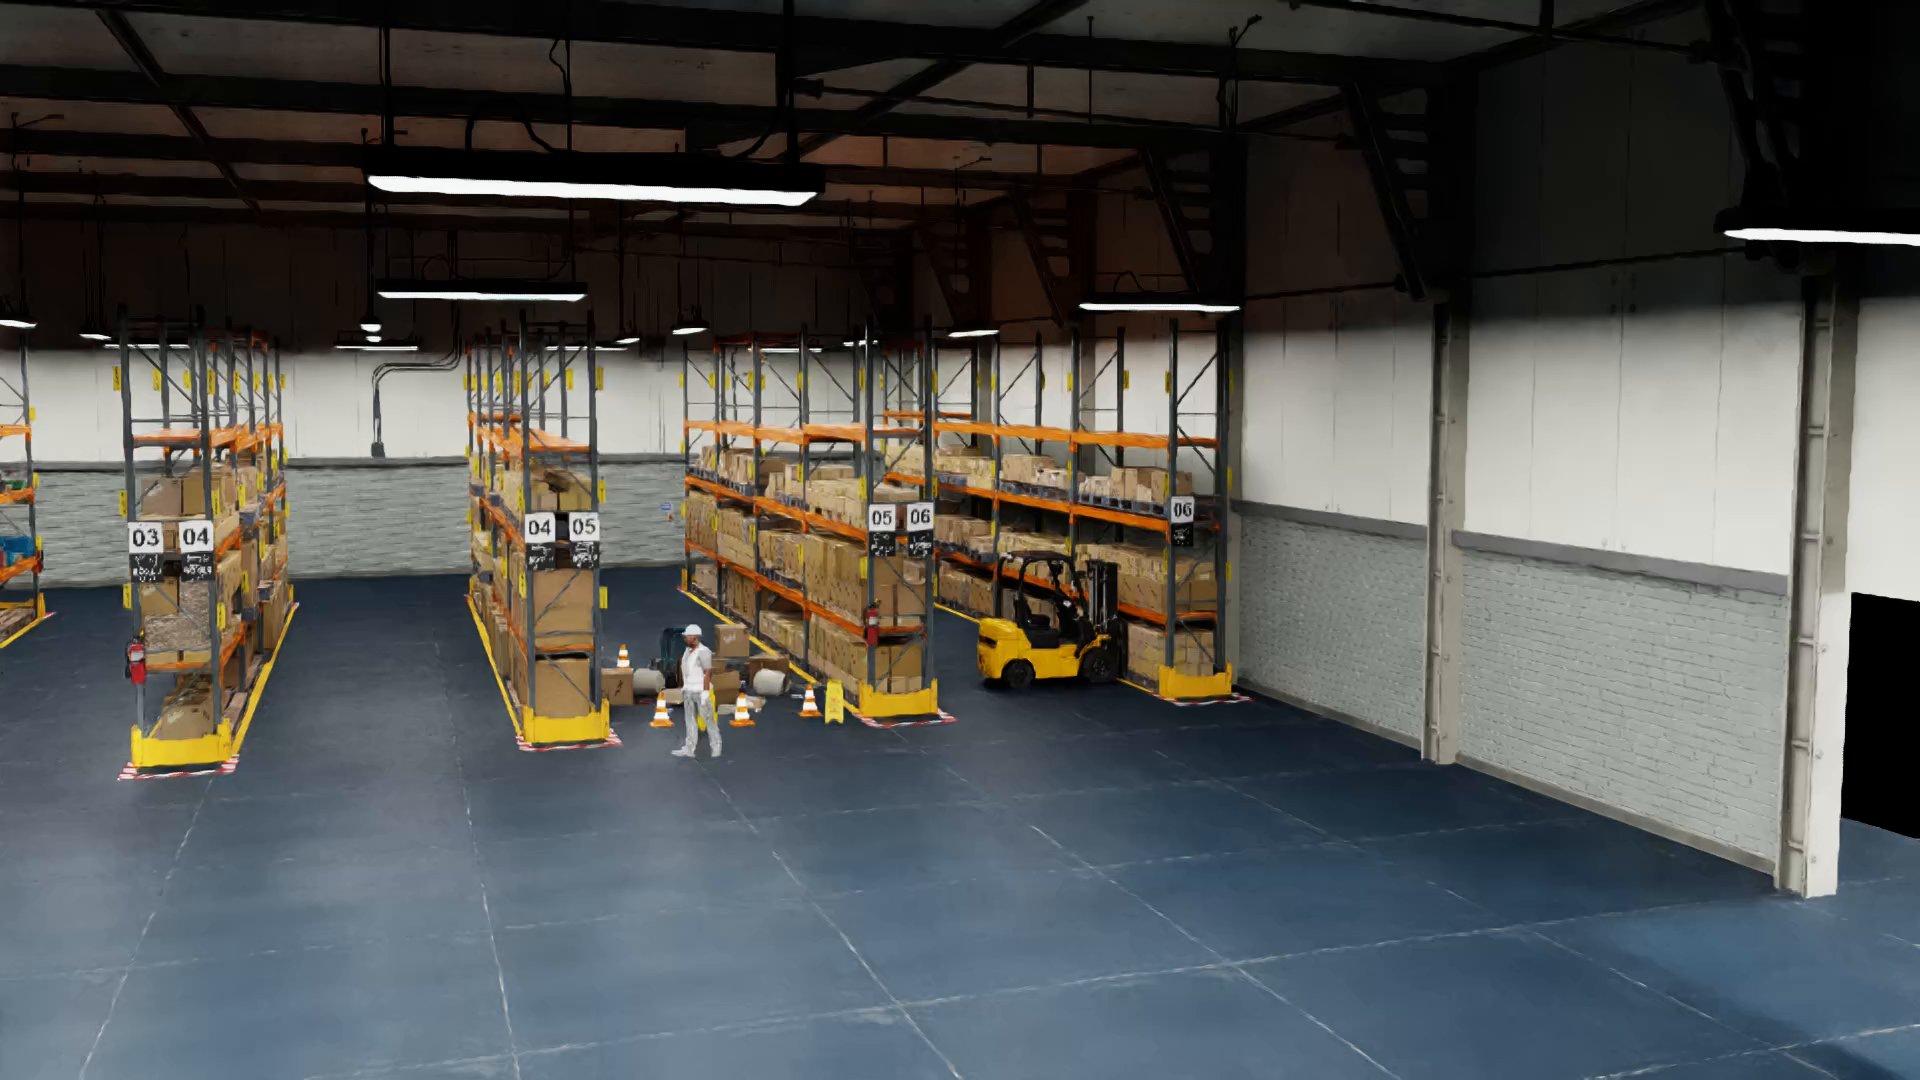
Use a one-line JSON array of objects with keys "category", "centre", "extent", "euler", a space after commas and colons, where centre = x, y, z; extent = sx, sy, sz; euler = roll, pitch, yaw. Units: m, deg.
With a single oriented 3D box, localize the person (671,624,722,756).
[{"category": "person", "centre": [-3.511, 2.012, 22.249], "extent": [0.559, 1.789, 0.680], "euler": [-4, 7, -39]}]
